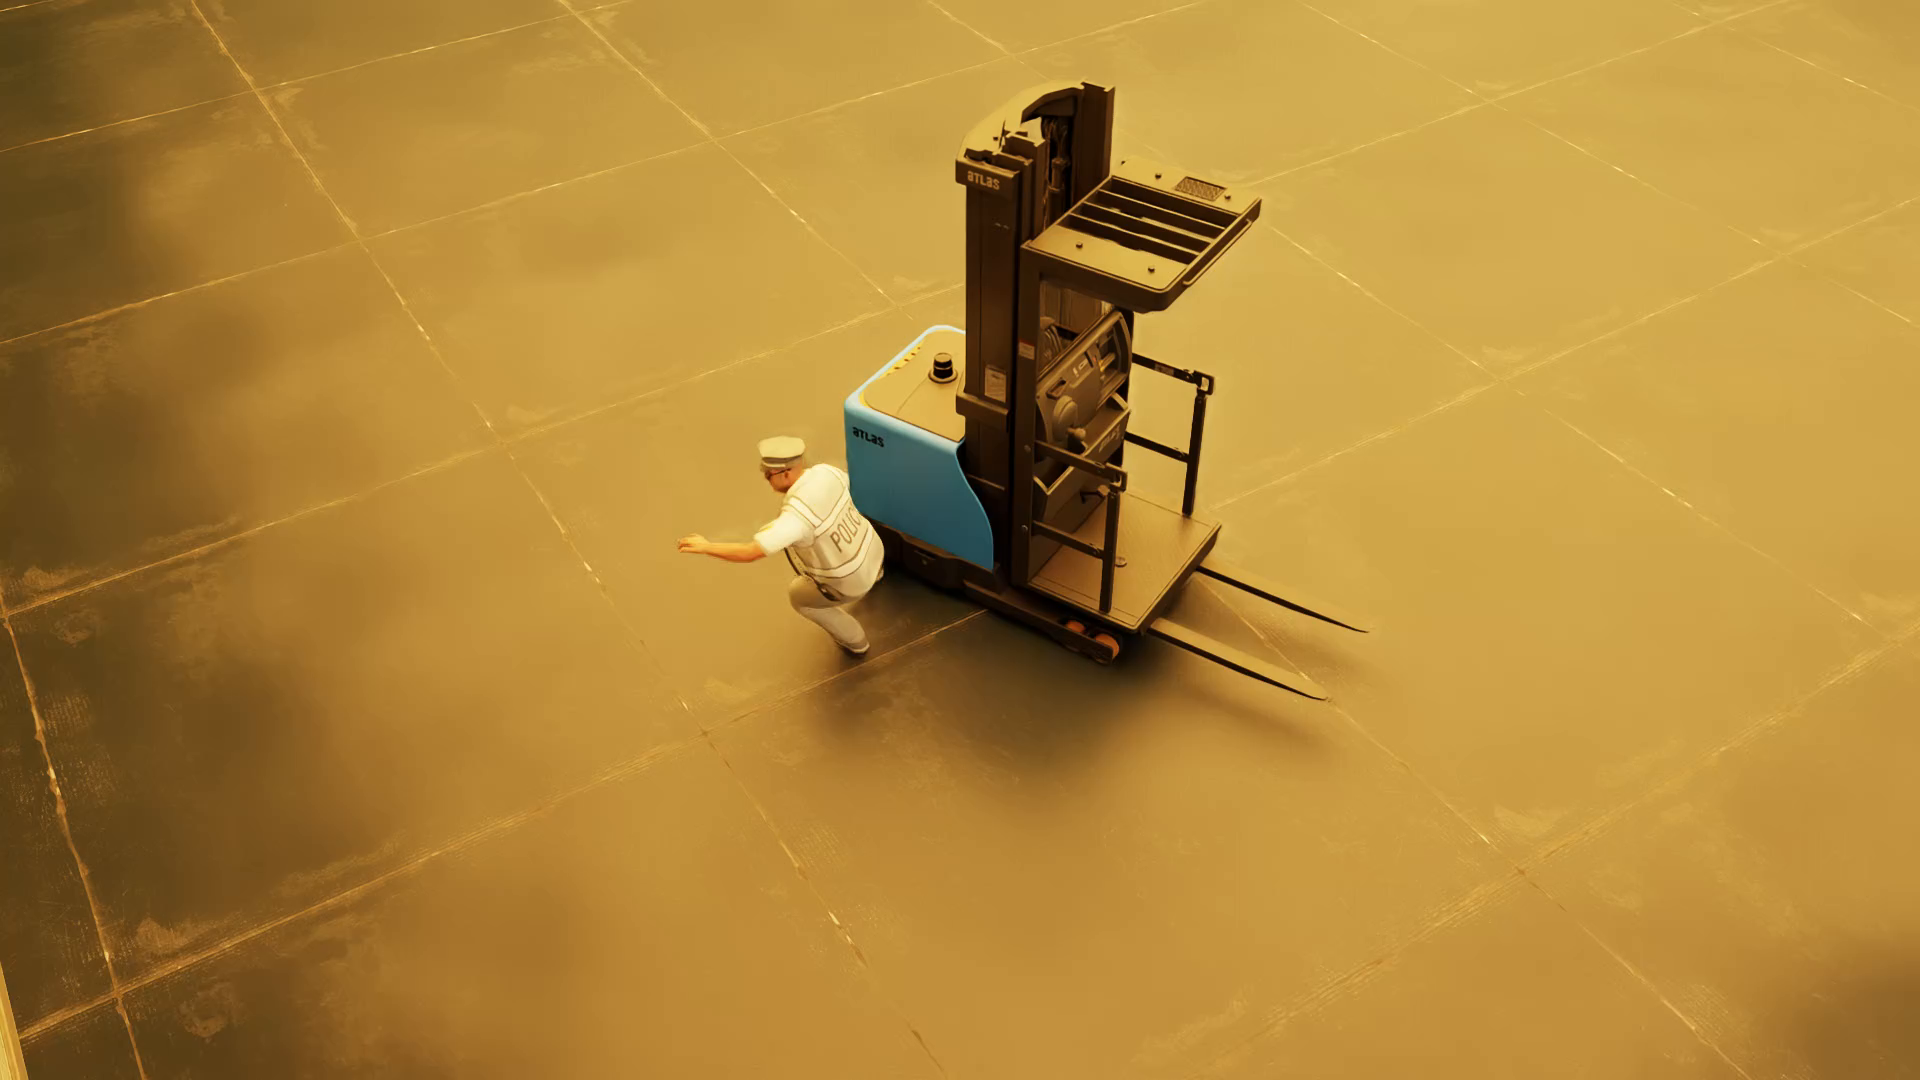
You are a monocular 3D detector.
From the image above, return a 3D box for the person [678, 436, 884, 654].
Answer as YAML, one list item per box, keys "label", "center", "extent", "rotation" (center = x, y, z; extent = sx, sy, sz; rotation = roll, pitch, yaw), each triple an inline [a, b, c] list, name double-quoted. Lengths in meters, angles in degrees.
- label: "person"
  center: [-0.828, -0.039, 9.026]
  extent: [0.941, 1.511, 1.293]
  rotation: [12, 43, 14]

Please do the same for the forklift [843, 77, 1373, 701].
- label: "forklift"
  center: [0.840, -0.815, 8.803]
  extent: [3.031, 2.935, 1.130]
  rotation: [23, 46, 24]
